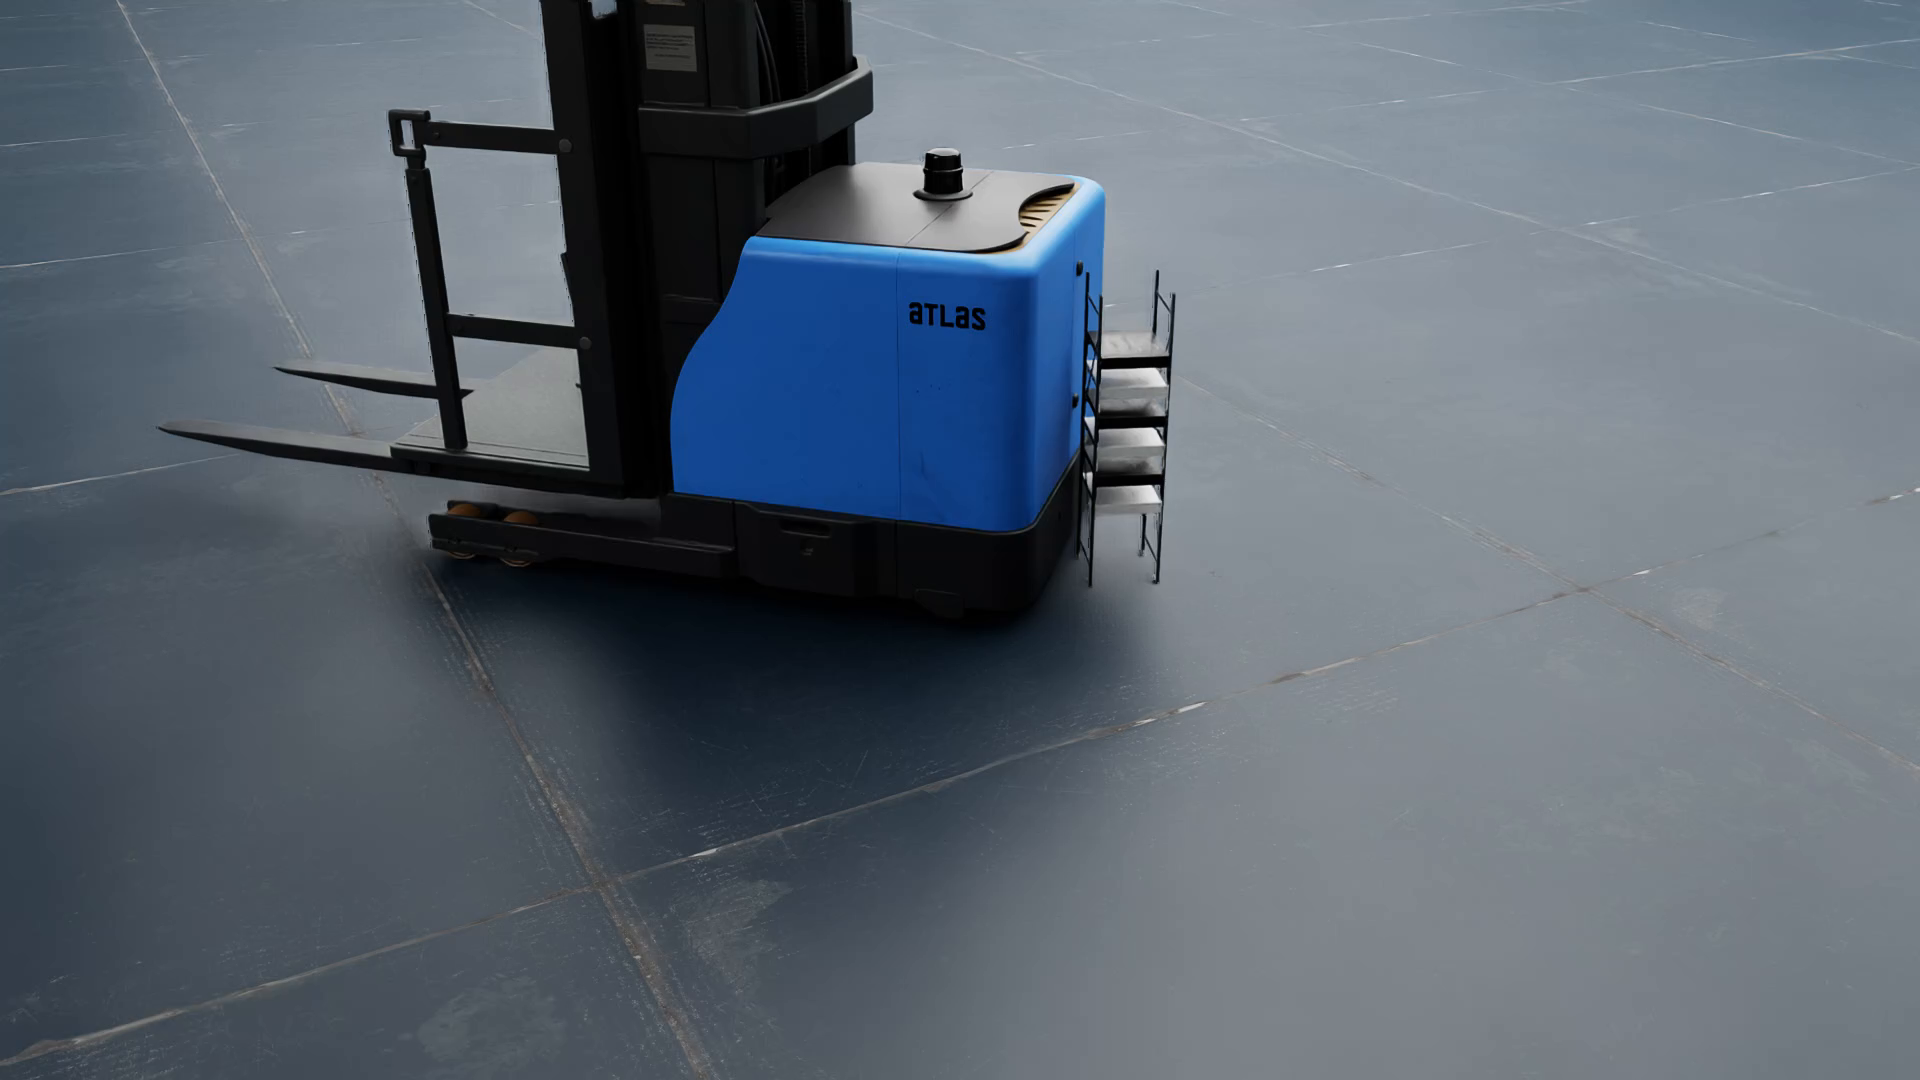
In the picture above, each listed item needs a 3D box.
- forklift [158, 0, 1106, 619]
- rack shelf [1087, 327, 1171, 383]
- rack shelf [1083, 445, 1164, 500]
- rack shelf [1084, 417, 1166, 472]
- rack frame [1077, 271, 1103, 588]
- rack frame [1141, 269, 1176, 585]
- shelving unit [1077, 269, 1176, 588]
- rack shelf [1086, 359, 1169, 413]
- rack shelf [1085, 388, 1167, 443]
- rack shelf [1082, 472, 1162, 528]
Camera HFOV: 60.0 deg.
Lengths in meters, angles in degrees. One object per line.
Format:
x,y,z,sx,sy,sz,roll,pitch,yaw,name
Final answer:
-1.118,-1.448,4.879,3.031,2.935,1.130,7,27,15,forklift
0.479,-0.533,4.773,0.200,0.077,0.258,-3,26,-5,rack shelf
0.479,-0.208,4.929,0.200,0.077,0.258,-3,26,-5,rack shelf
0.479,-0.289,4.890,0.200,0.077,0.258,-3,26,-5,rack shelf
0.378,-0.315,4.866,0.006,0.900,0.240,-3,26,-5,rack frame
0.580,-0.324,4.884,0.006,0.900,0.240,-3,26,-5,rack frame
0.479,-0.319,4.875,0.210,0.900,0.258,-3,26,-5,shelving unit
0.479,-0.451,4.812,0.200,0.077,0.258,-3,26,-5,rack shelf
0.479,-0.370,4.851,0.200,0.077,0.258,-3,26,-5,rack shelf
0.479,-0.127,4.968,0.200,0.077,0.258,-3,26,-5,rack shelf
